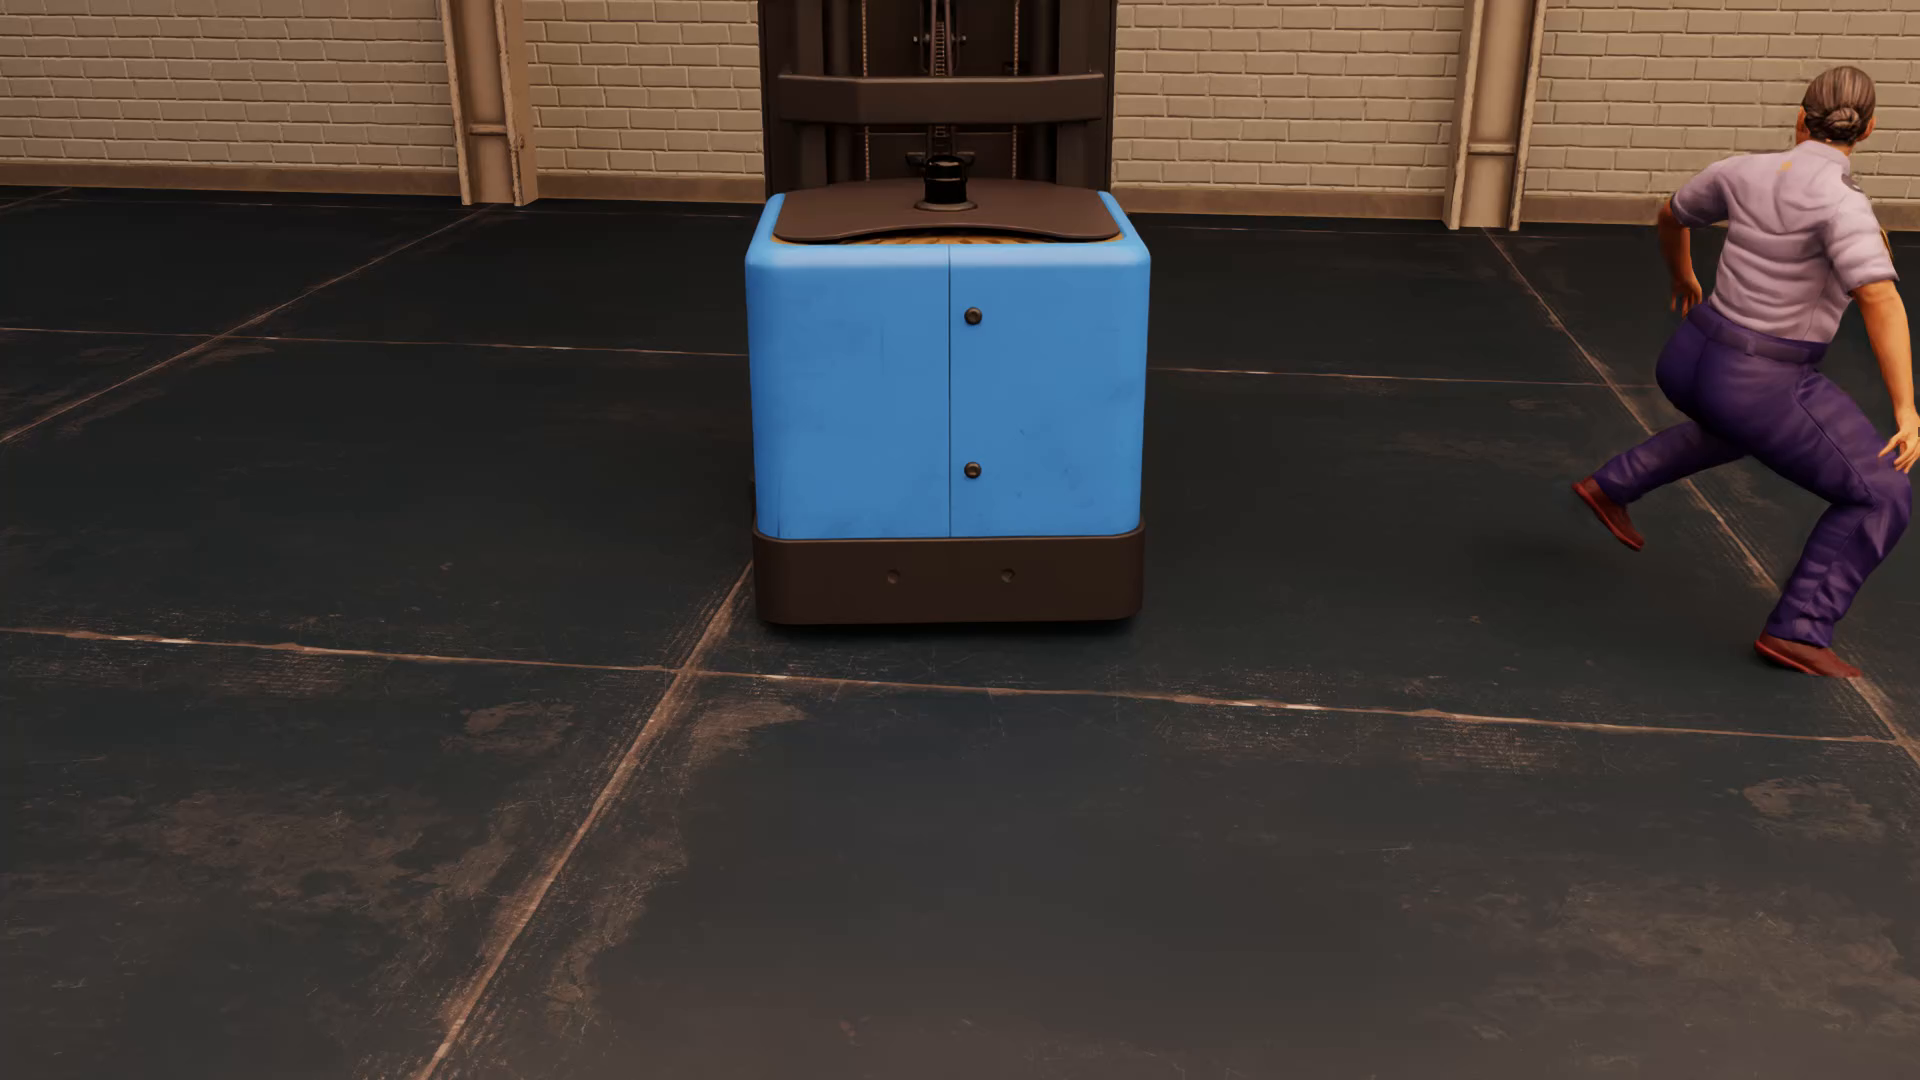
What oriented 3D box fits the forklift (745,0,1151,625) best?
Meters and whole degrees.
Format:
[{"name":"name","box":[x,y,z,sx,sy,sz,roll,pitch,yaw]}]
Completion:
[{"name":"forklift","box":[-0.078,-1.637,5.319,1.130,2.935,3.031,-1,22,-2]}]

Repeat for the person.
[{"name":"person","box":[2.123,-0.428,4.312,0.485,1.543,1.049,-4,22,-10]}]
